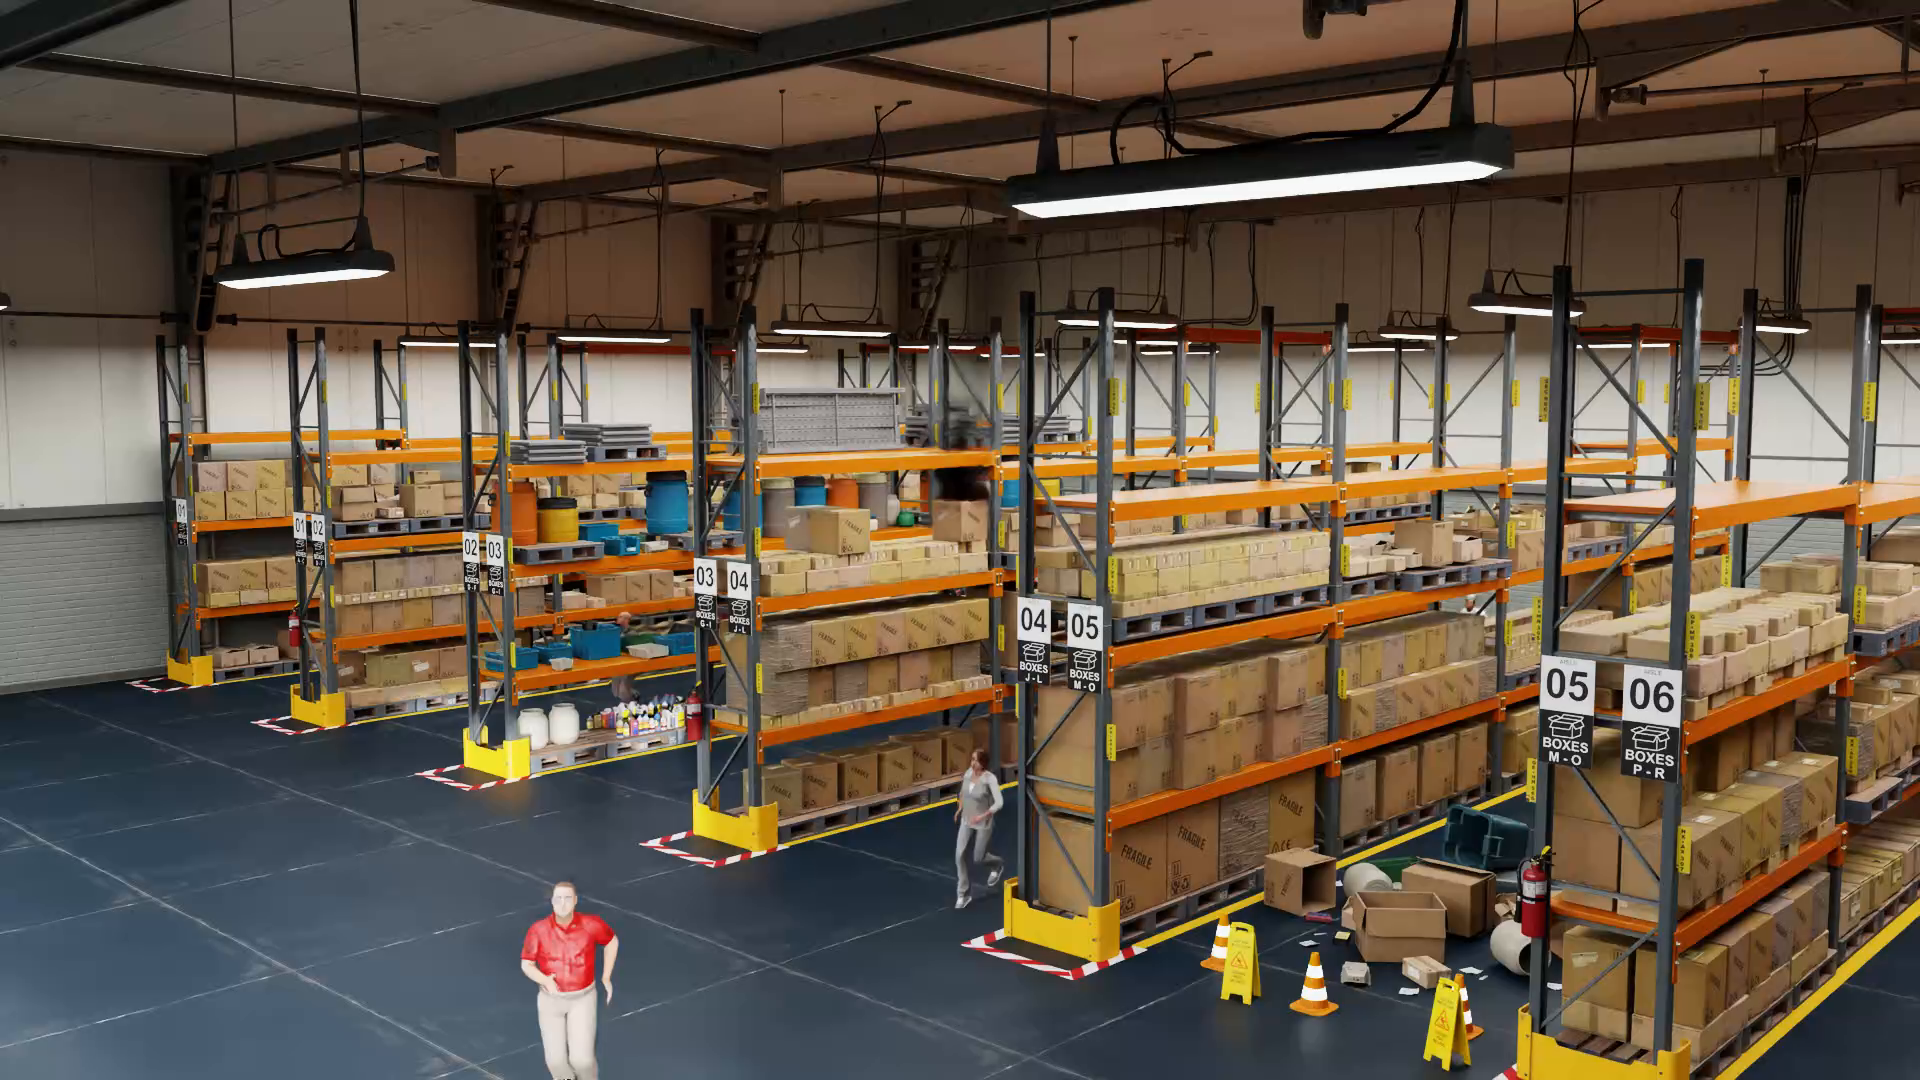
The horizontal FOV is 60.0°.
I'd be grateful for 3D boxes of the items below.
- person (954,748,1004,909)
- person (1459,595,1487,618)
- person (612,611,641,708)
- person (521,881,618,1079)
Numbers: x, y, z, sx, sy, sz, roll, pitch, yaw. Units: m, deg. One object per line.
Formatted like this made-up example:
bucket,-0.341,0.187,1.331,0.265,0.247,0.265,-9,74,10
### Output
person,0.213,2.853,16.605,0.569,1.607,0.751,4,7,34
person,8.707,1.730,28.305,0.618,1.609,0.574,4,7,37
person,-5.097,1.939,25.523,0.627,1.692,0.656,-5,7,-44
person,-2.725,3.227,11.567,0.646,1.691,0.648,-1,5,-6
